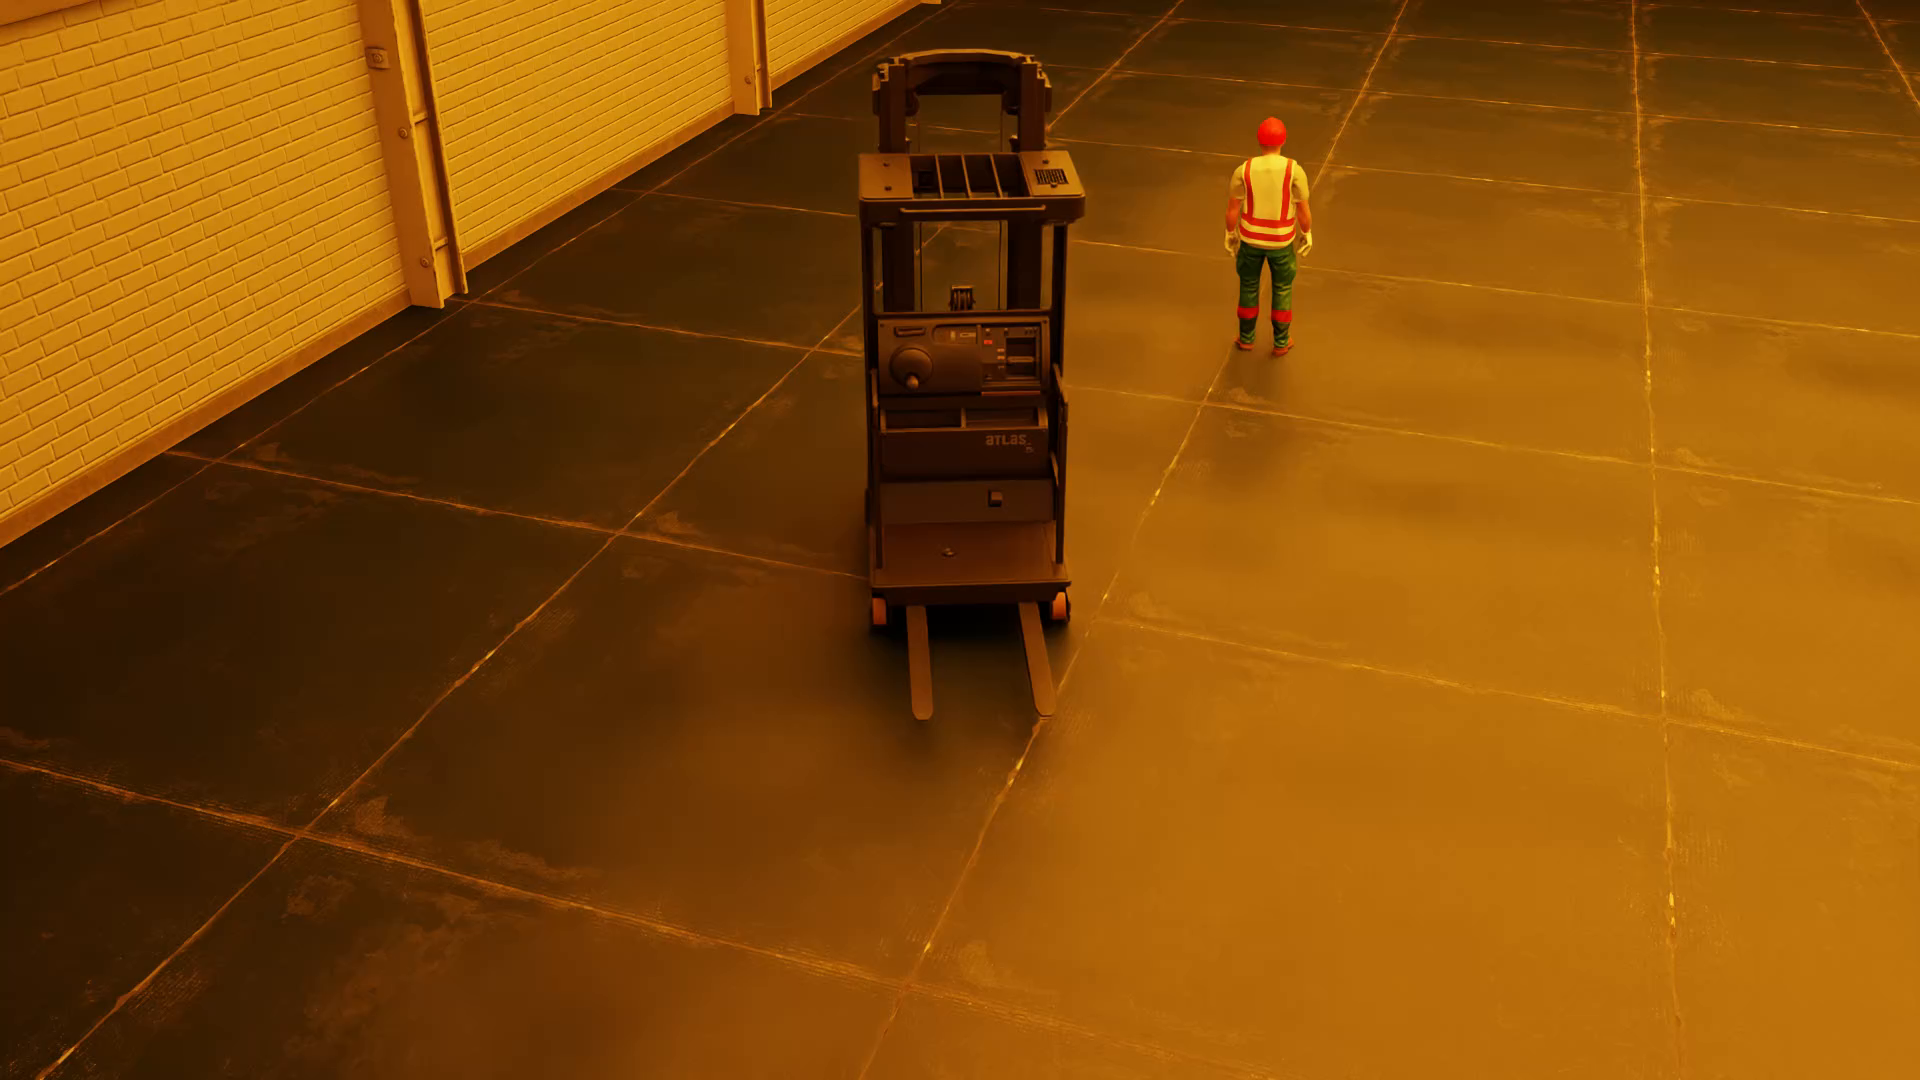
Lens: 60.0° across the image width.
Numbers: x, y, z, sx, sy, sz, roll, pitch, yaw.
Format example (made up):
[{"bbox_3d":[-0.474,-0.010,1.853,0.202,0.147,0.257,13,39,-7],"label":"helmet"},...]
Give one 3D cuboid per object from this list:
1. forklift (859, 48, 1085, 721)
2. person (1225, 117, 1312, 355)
[{"bbox_3d":[0.036,-0.960,8.821,1.130,2.935,3.031,-2,30,-3],"label":"forklift"},{"bbox_3d":[2.266,-2.222,12.199,0.633,1.802,0.478,8,31,15],"label":"person"}]
